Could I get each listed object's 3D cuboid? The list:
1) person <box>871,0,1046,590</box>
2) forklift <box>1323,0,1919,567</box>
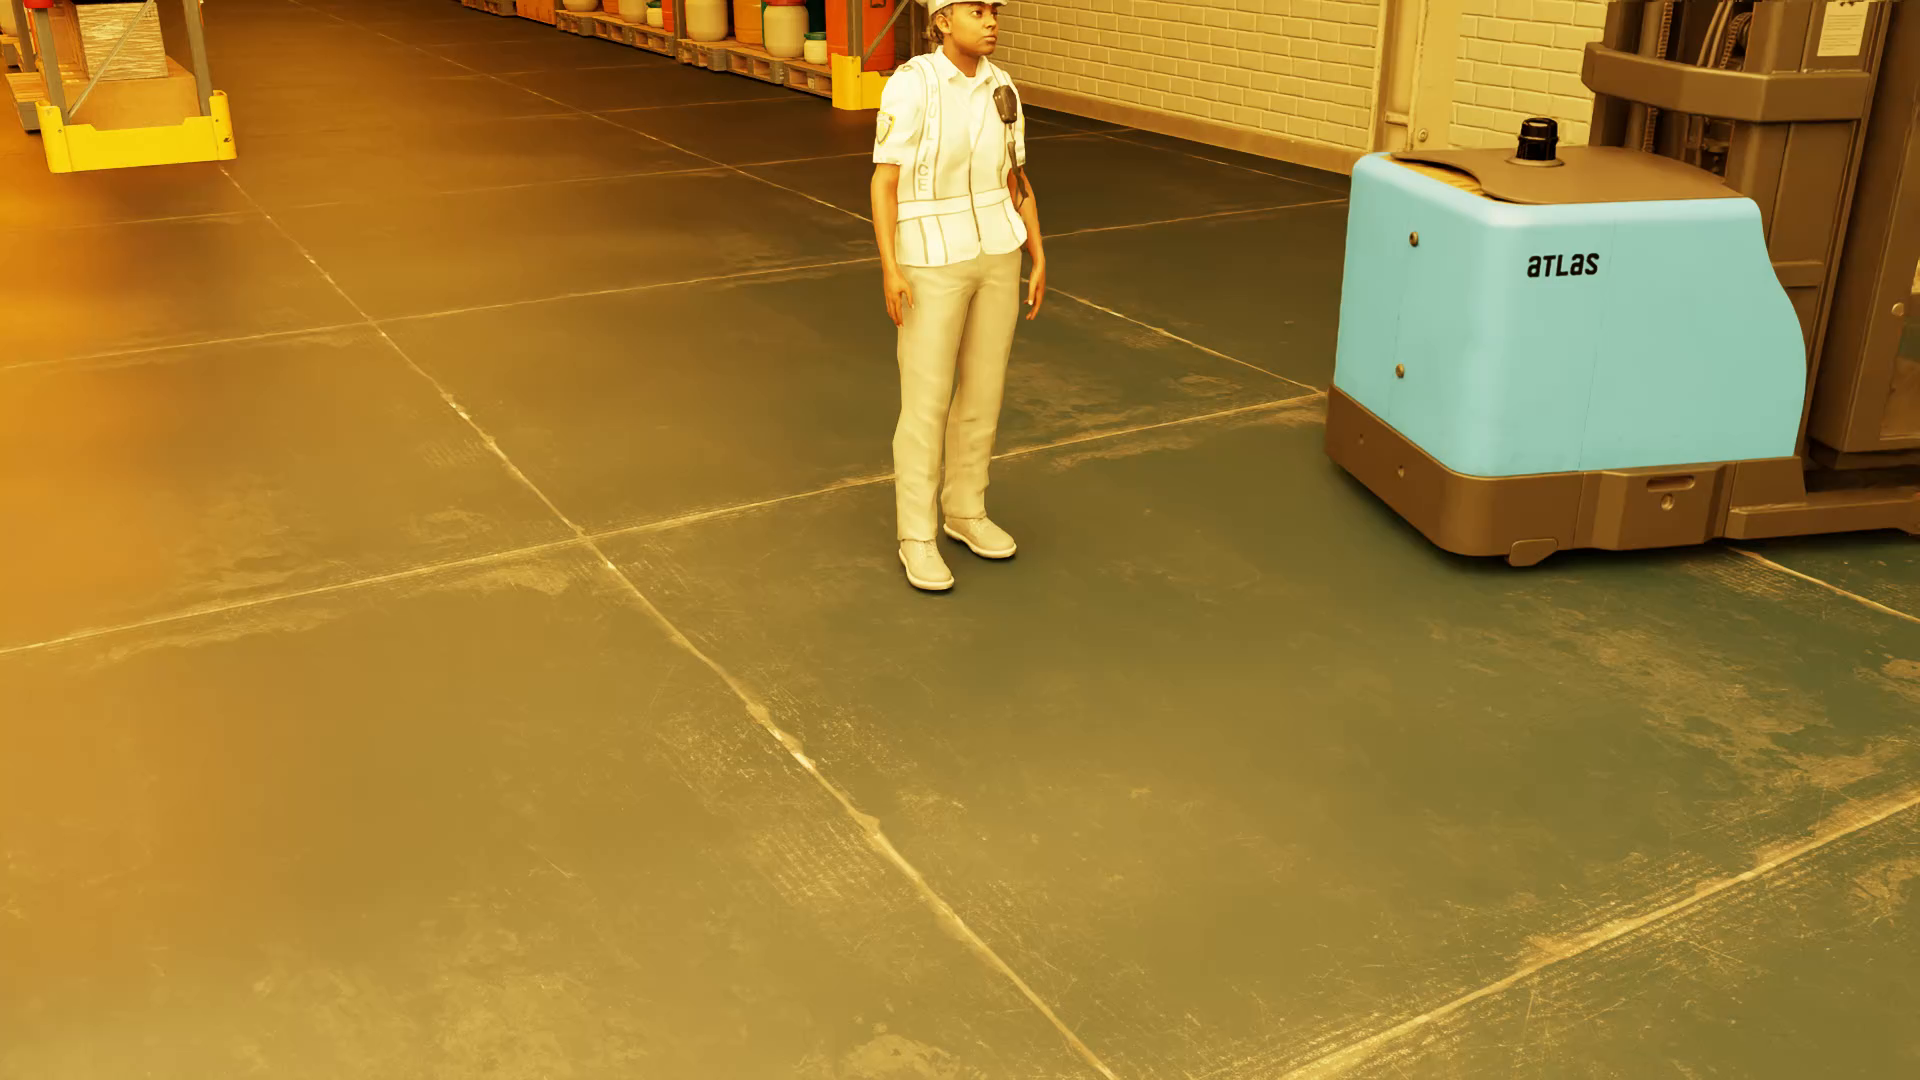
[{"bbox_3d":[0.021,-0.762,4.741,0.570,1.695,0.530,-12,25,-28],"label":"person"},{"bbox_3d":[2.813,-1.538,5.022,3.031,2.935,1.130,-4,23,-10],"label":"forklift"}]
